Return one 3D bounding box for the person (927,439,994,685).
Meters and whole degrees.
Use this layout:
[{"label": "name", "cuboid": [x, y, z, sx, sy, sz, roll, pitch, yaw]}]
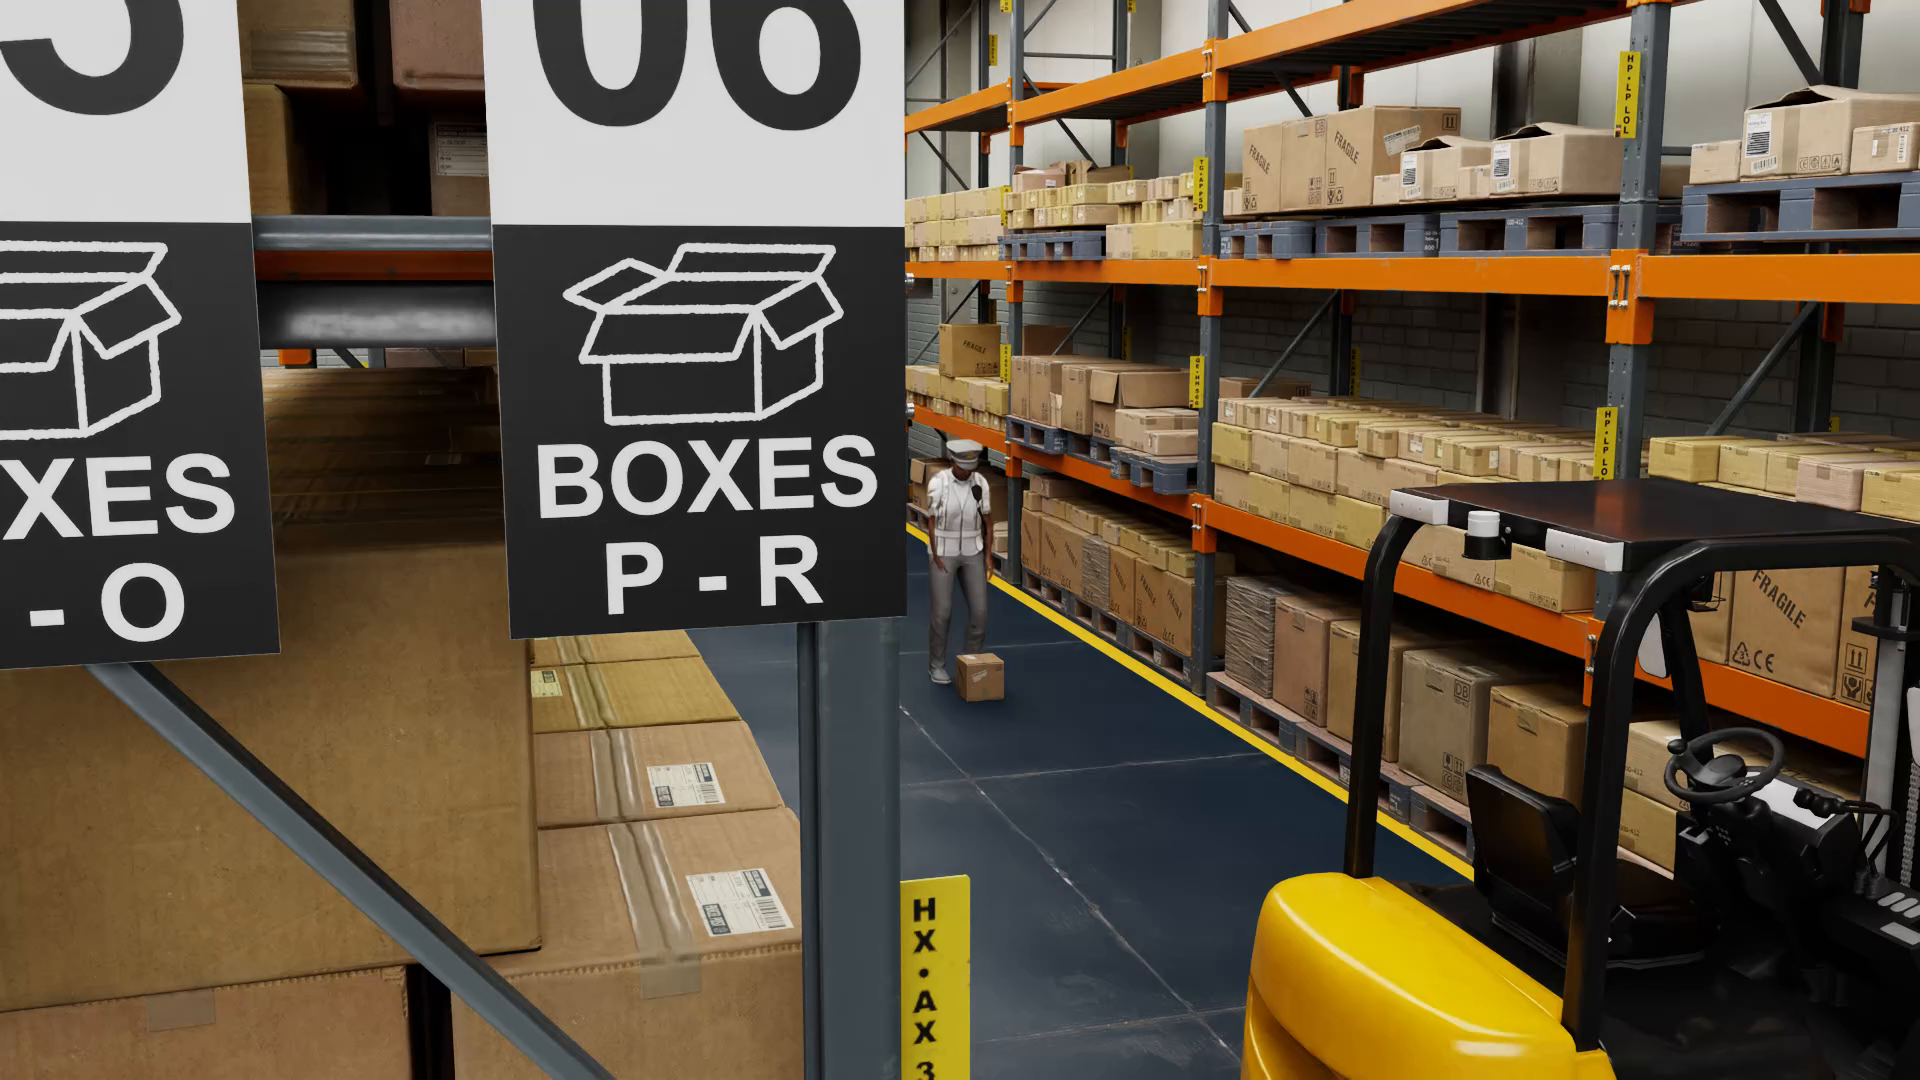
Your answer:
[{"label": "person", "cuboid": [0.008, 0.139, 11.160, 0.451, 1.637, 0.410, -2, 10, -15]}]
